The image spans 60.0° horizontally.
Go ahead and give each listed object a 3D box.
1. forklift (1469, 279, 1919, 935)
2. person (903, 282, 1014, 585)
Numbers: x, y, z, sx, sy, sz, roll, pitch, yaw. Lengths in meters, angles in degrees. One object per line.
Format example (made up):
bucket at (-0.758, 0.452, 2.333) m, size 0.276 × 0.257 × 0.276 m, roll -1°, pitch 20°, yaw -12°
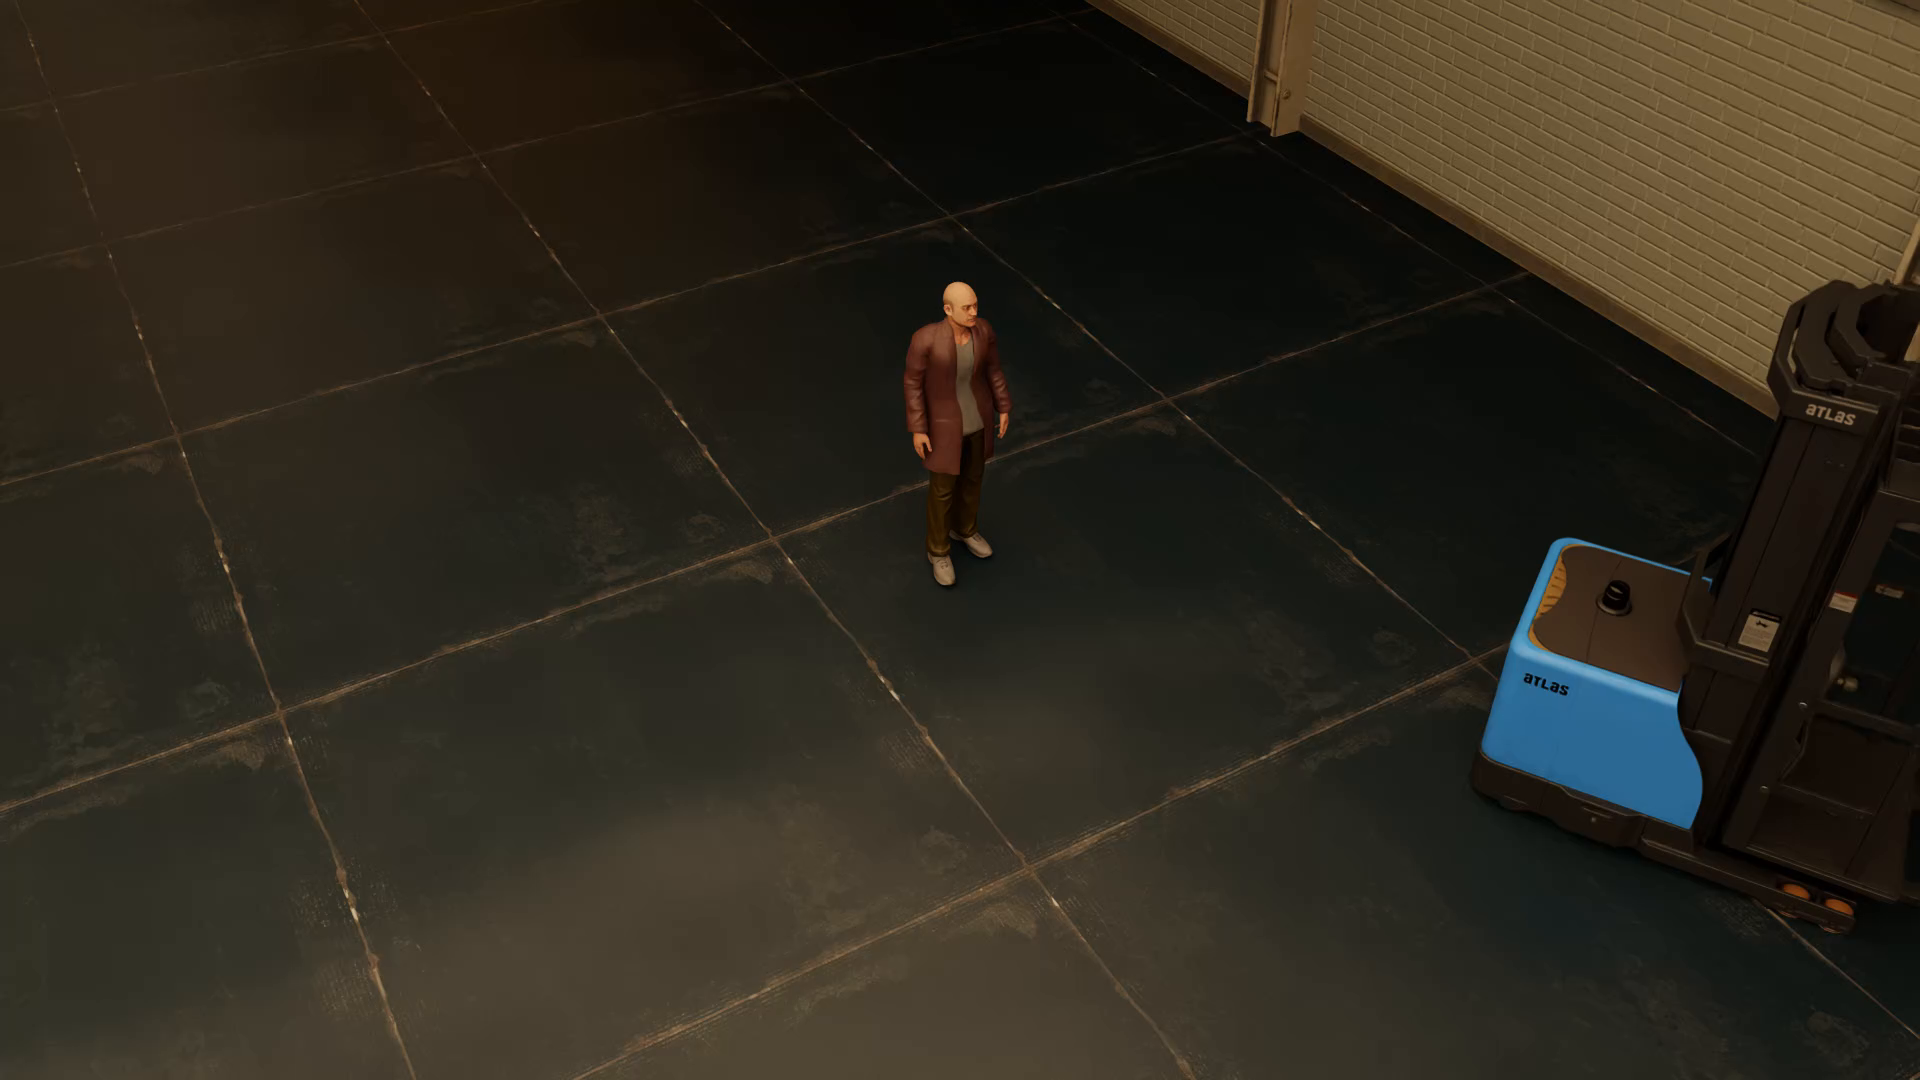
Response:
forklift at (4.211, 0.381, 7.577) m, size 3.031 × 2.935 × 1.130 m, roll 19°, pitch 43°, yaw 21°
person at (0.041, -0.638, 9.698) m, size 0.696 × 1.776 × 0.582 m, roll -20°, pitch 44°, yaw -23°
